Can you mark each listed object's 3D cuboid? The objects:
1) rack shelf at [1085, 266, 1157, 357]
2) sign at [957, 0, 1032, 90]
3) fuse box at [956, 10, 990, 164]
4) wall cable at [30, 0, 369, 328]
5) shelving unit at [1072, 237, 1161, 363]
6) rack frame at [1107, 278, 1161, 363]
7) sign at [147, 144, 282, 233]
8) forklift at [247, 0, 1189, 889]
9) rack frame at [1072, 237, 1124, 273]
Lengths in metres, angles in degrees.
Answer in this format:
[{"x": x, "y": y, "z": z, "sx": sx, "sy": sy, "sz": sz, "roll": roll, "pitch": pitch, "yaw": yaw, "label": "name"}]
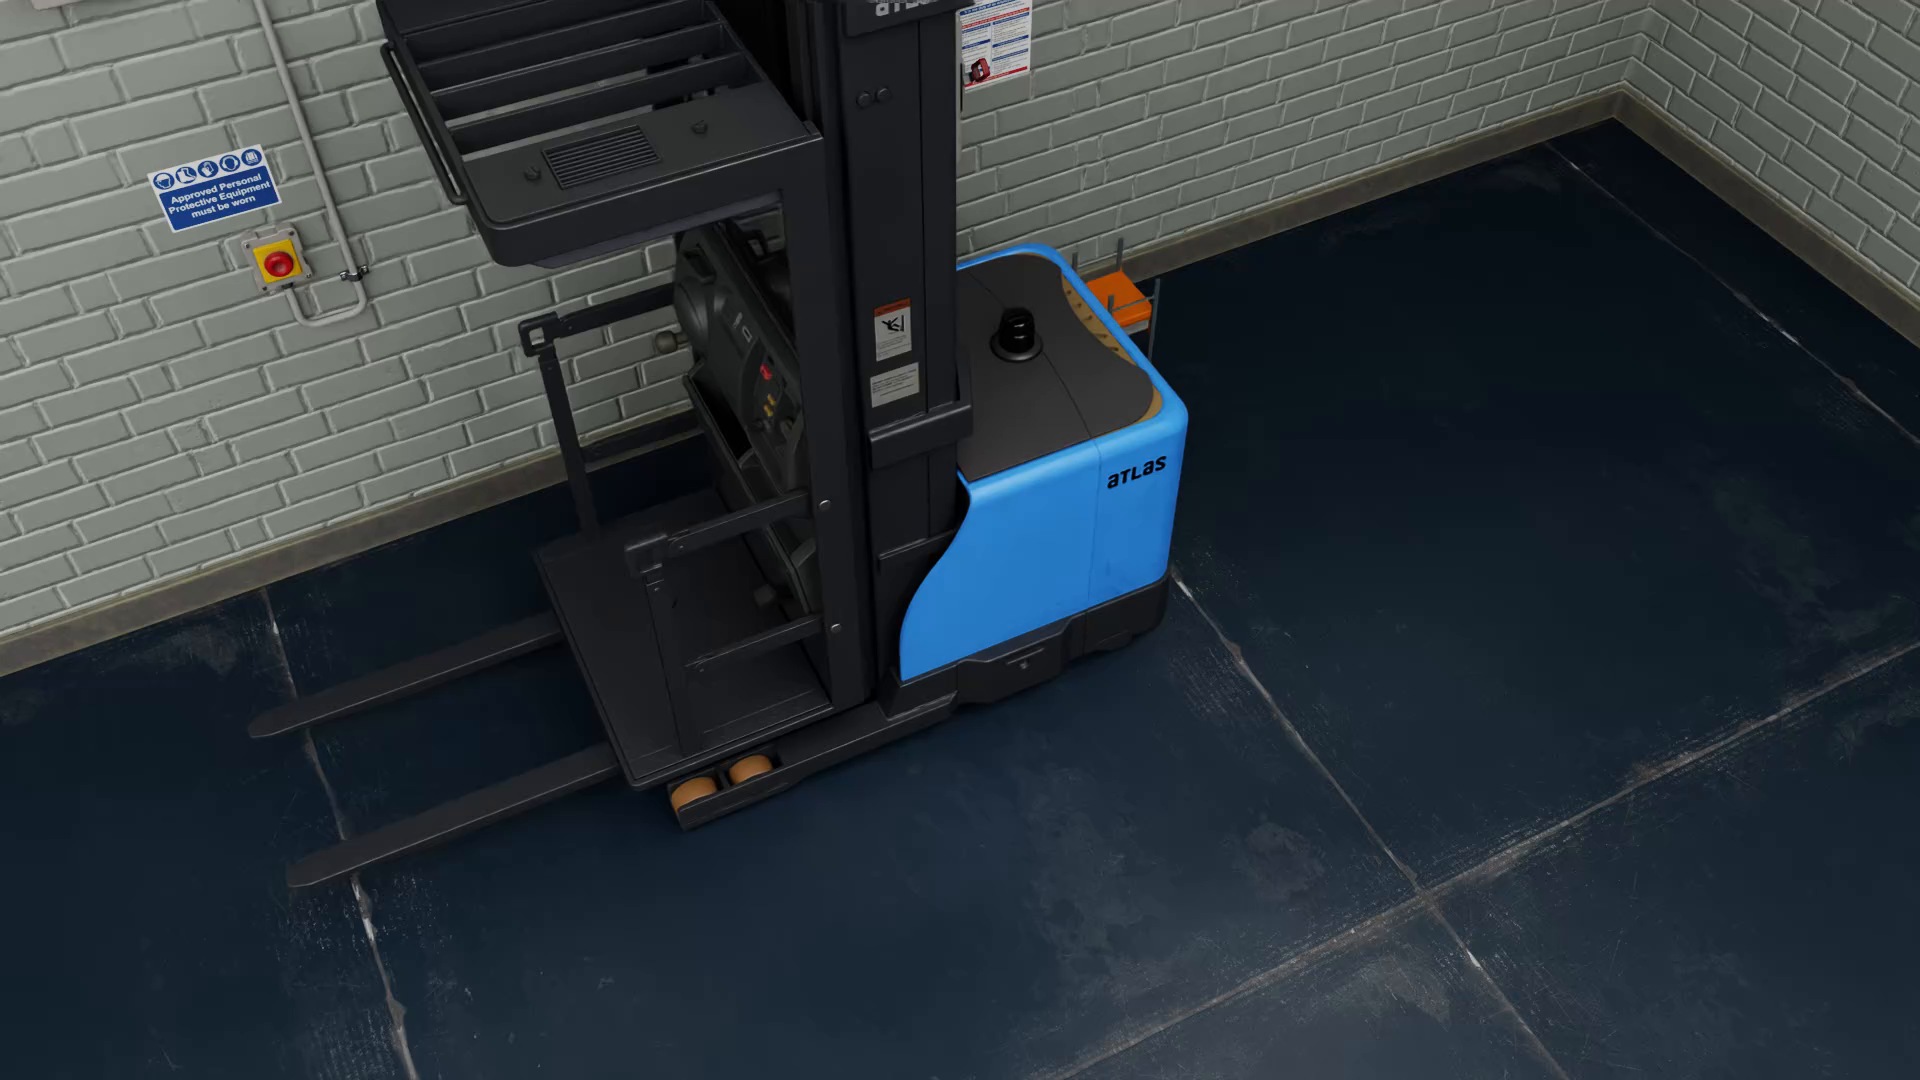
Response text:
[{"x": 0.534, "y": -0.768, "z": 5.861, "sx": 0.215, "sy": 0.259, "sz": 0.240, "roll": -21, "pitch": 52, "yaw": -17, "label": "rack shelf"}, {"x": 0.113, "y": -1.846, "z": 5.935, "sx": 0.329, "sy": 0.494, "sz": 0.001, "roll": -21, "pitch": 52, "yaw": -18, "label": "sign"}, {"x": -0.232, "y": -1.145, "z": 6.114, "sx": 0.539, "sy": 1.711, "sz": 0.414, "roll": -21, "pitch": 52, "yaw": -18, "label": "fuse box"}, {"x": -2.166, "y": -1.288, "z": 4.688, "sx": 0.585, "sy": 1.953, "sz": 0.123, "roll": -21, "pitch": 52, "yaw": -18, "label": "wall cable"}, {"x": 0.534, "y": -0.588, "z": 6.067, "sx": 0.215, "sy": 1.050, "sz": 0.252, "roll": -21, "pitch": 52, "yaw": -17, "label": "shelving unit"}, {"x": 0.589, "y": -0.506, "z": 5.995, "sx": 0.200, "sy": 1.050, "sz": 0.008, "roll": -21, "pitch": 52, "yaw": -17, "label": "rack frame"}, {"x": -2.237, "y": -1.056, "z": 5.002, "sx": 0.327, "sy": 0.218, "sz": 0.001, "roll": -21, "pitch": 52, "yaw": -18, "label": "sign"}, {"x": -0.821, "y": -0.492, "z": 4.733, "sx": 3.031, "sy": 2.935, "sz": 1.130, "roll": -20, "pitch": 52, "yaw": -17, "label": "forklift"}, {"x": 0.478, "y": -0.670, "z": 6.138, "sx": 0.200, "sy": 1.050, "sz": 0.008, "roll": -21, "pitch": 52, "yaw": -17, "label": "rack frame"}]
